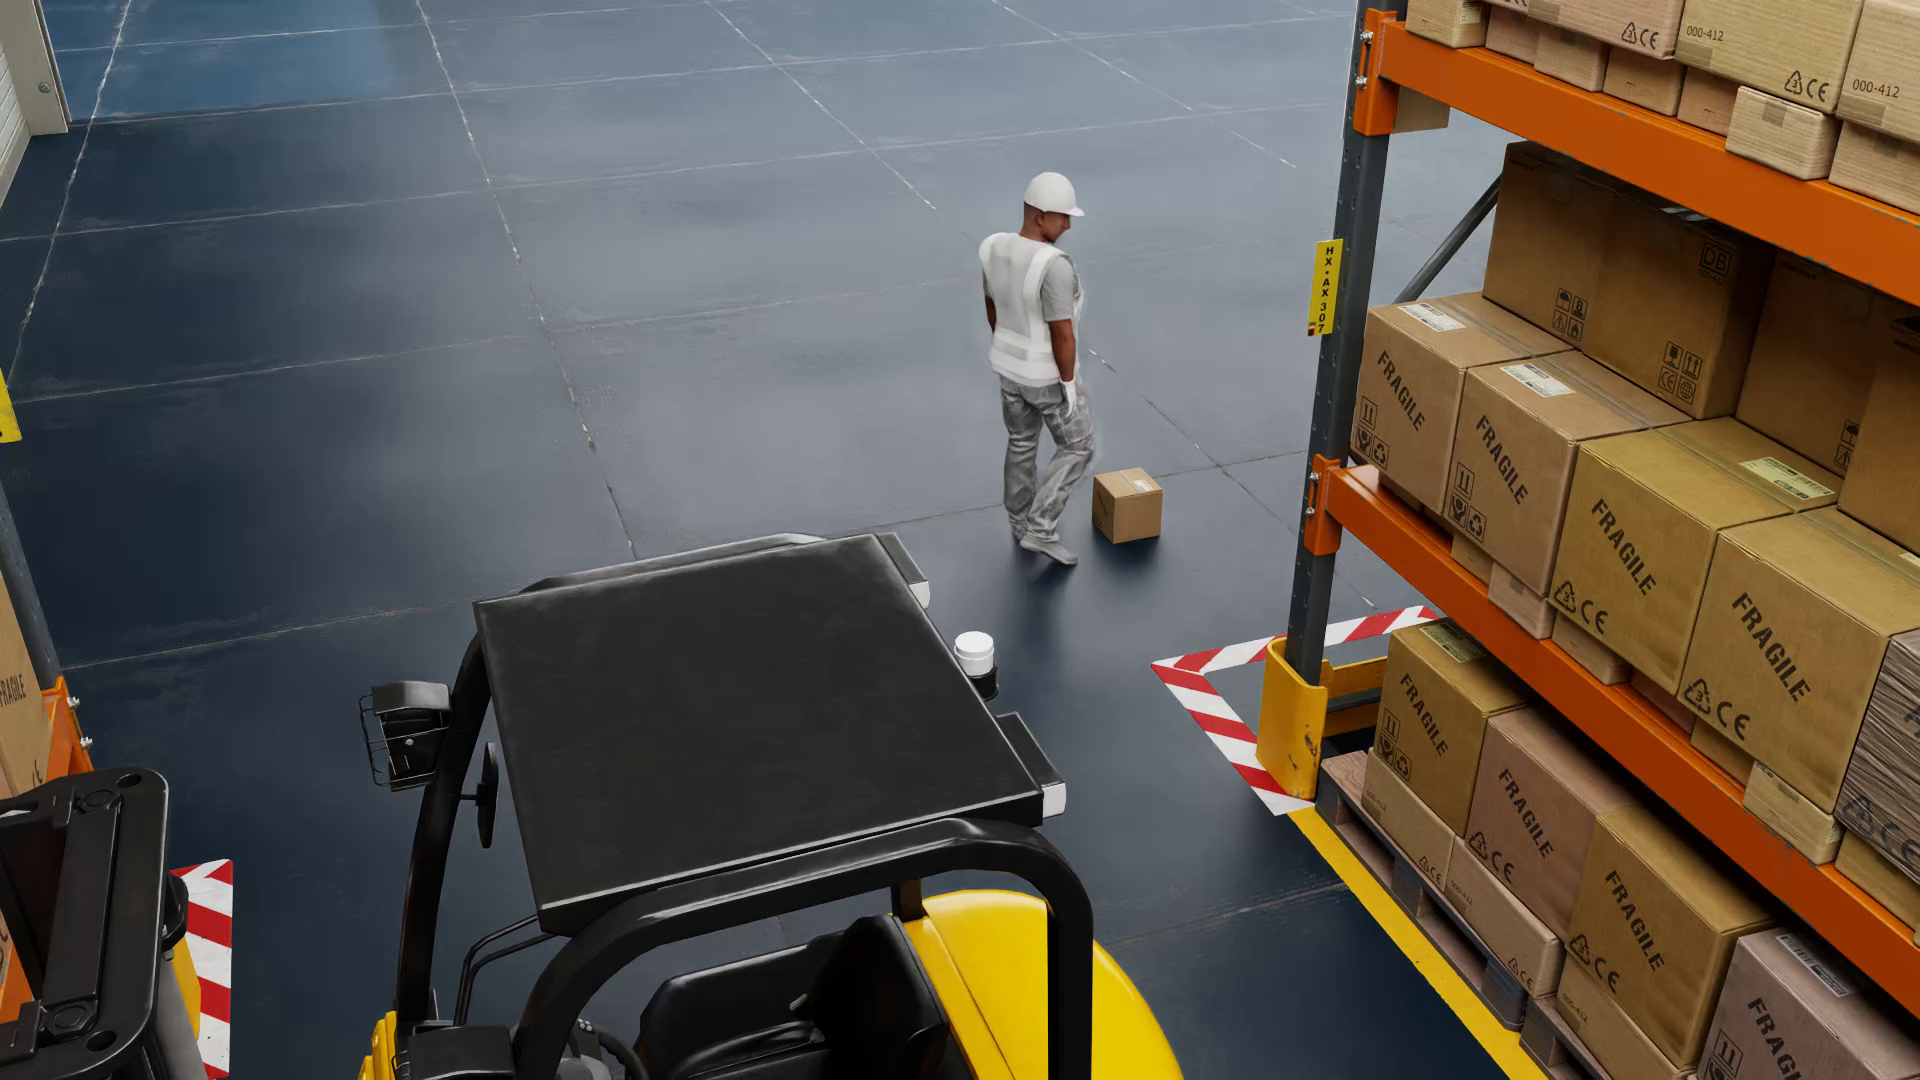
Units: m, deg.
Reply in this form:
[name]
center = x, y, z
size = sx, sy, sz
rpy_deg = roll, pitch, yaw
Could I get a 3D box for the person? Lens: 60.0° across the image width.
[person]
center = 0.357, -0.767, 7.460
size = 0.461, 1.804, 0.651
rpy_deg = -23, 37, -35
